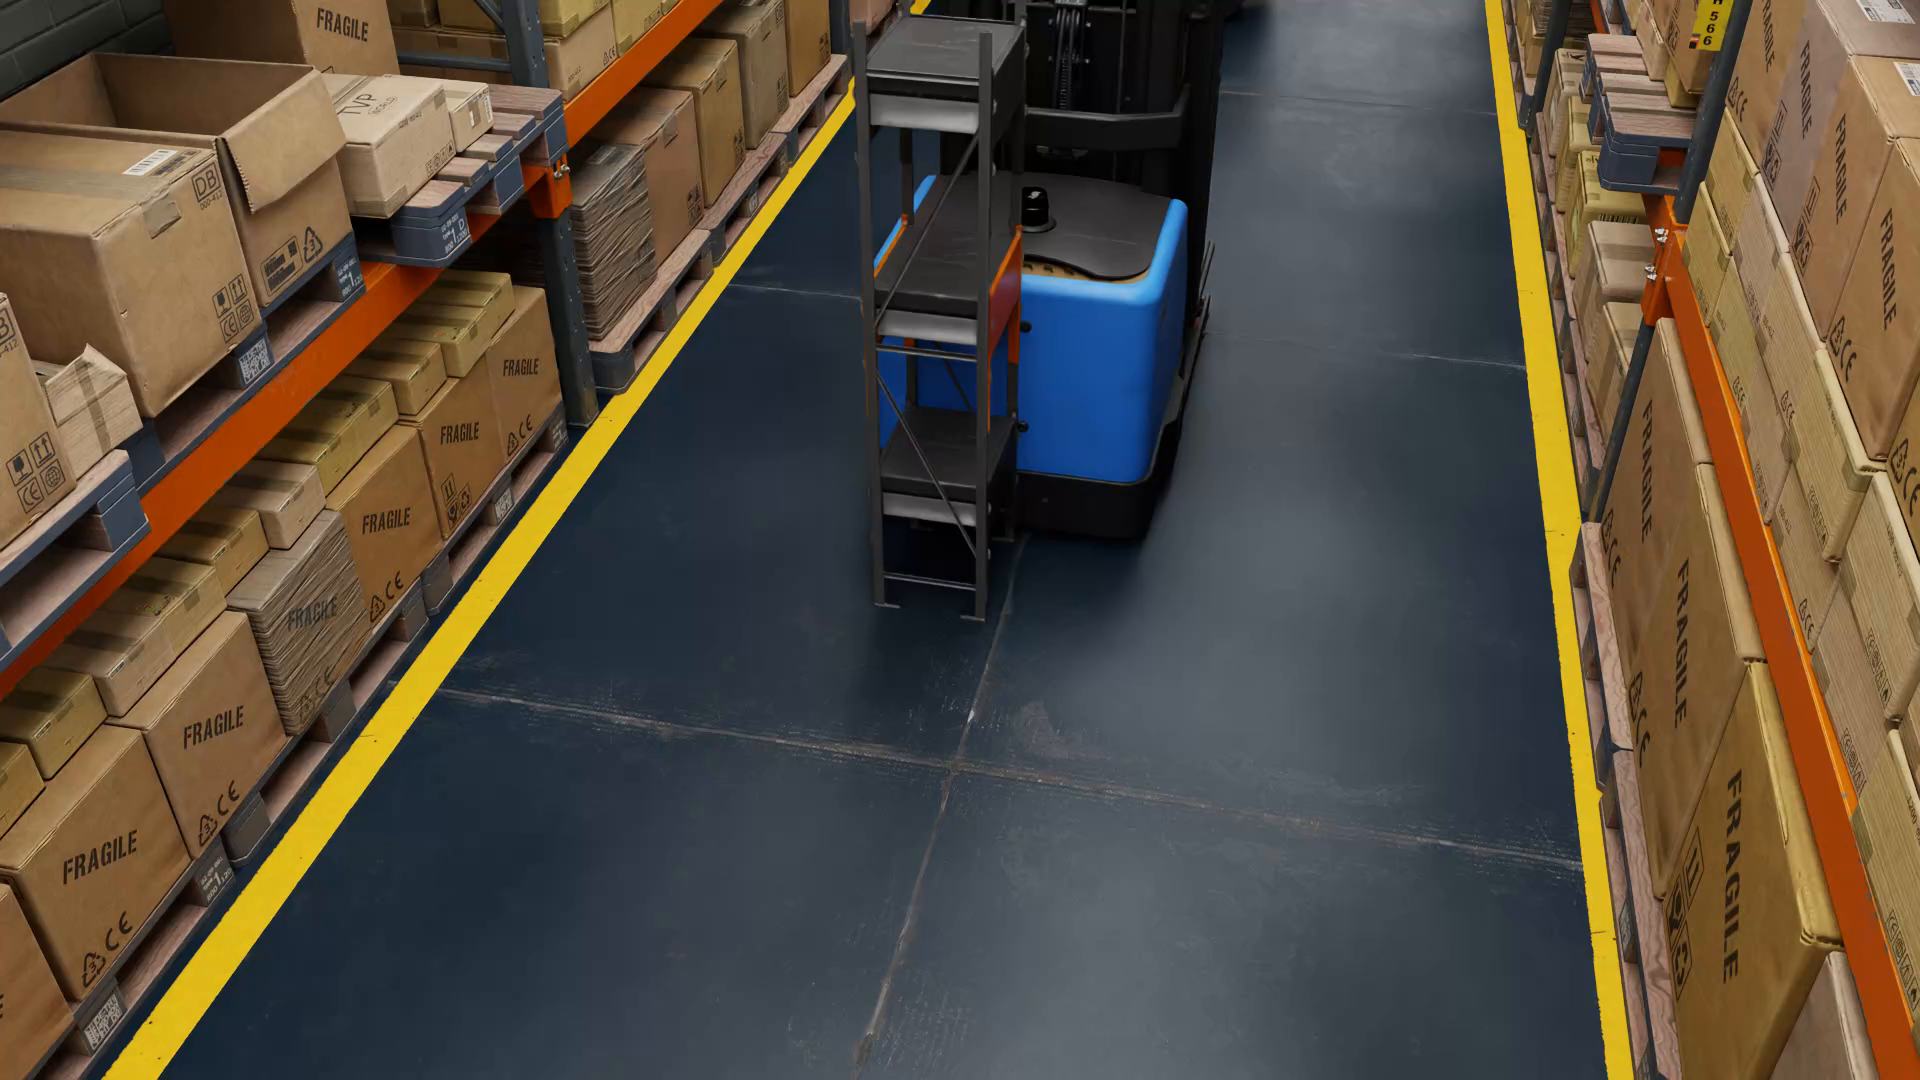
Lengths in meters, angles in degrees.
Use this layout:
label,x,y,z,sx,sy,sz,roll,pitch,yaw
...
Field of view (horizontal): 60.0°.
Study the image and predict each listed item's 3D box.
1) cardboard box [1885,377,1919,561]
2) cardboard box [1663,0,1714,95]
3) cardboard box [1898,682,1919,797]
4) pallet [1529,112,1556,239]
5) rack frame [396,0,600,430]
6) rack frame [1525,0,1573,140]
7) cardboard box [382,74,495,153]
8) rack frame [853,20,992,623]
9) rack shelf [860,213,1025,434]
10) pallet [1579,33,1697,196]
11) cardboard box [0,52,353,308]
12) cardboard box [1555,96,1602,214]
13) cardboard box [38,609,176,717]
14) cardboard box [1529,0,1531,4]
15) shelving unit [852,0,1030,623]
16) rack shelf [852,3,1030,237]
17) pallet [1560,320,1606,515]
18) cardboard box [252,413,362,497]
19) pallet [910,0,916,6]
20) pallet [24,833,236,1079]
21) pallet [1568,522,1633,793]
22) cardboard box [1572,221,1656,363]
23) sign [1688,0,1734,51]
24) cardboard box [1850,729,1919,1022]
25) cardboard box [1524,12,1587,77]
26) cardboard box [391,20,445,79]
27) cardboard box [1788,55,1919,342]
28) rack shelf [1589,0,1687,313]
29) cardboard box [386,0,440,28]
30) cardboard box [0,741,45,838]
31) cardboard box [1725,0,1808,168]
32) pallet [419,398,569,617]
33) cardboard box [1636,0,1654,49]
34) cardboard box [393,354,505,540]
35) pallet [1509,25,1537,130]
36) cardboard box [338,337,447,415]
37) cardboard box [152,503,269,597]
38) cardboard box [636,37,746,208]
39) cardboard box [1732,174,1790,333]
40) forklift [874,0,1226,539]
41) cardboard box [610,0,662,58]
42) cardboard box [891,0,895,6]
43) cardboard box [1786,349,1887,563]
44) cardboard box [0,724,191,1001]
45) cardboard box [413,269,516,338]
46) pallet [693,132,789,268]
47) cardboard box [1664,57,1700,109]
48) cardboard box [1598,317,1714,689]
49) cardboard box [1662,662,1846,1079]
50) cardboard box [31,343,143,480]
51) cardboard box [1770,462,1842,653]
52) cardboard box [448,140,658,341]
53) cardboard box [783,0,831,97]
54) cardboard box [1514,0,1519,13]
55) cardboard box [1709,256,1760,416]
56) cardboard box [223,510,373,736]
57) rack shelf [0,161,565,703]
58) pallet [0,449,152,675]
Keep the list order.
label,x,y,z,sx,sy,sz,roll,pitch,yaw
cardboard box,2.064,-0.174,2.997,0.500,0.500,0.500,8,37,11
cardboard box,2.663,-1.775,5.447,0.500,0.500,0.500,6,36,9
cardboard box,1.939,0.432,2.800,0.500,0.250,0.500,8,37,11
pallet,3.527,-1.866,8.645,1.003,0.211,1.213,7,37,10
rack frame,-2.013,-1.769,6.135,1.000,3.000,0.127,7,37,10
rack frame,3.692,-3.442,8.443,1.000,3.000,0.127,7,37,10
cardboard box,-1.778,-1.412,5.499,0.380,0.149,0.250,8,37,11
rack frame,-0.106,-0.588,5.273,0.400,2.100,0.015,8,37,11
rack shelf,-0.050,-0.717,5.473,0.431,0.518,0.480,8,37,11
pallet,2.885,-1.493,5.917,1.213,0.211,1.003,7,37,10
cardboard box,-2.181,-1.022,4.658,0.797,0.503,0.637,7,36,9
cardboard box,3.432,-1.834,8.106,0.950,0.372,0.625,10,37,13
cardboard box,-2.368,0.317,4.476,0.380,0.149,0.250,7,37,10
cardboard box,3.663,-3.467,9.824,0.500,0.500,0.500,8,37,11
shelving unit,-0.050,-0.728,5.465,0.431,2.100,0.503,8,37,11
rack shelf,-0.050,-1.284,5.062,0.431,0.518,0.480,8,37,11
pallet,3.006,-0.468,6.715,1.003,0.211,1.213,7,37,10
cardboard box,-2.152,-0.280,5.300,0.380,0.149,0.250,7,36,9
pallet,-0.689,-4.085,11.707,1.003,0.211,1.213,7,37,10
pallet,-2.730,1.182,4.439,1.003,0.211,1.213,7,37,10
pallet,2.595,0.423,5.487,1.003,0.211,1.213,7,37,10
cardboard box,3.117,-1.002,6.957,0.950,0.372,0.625,7,36,9
sign,2.305,-1.648,5.049,0.100,0.325,0.005,7,37,10
cardboard box,1.942,0.625,2.960,0.500,0.250,0.500,7,36,9
cardboard box,3.555,-2.871,9.641,0.500,0.250,0.500,9,37,12
cardboard box,-2.167,-1.998,6.578,0.500,0.250,0.500,7,36,9
cardboard box,2.271,-0.762,3.808,0.500,0.500,0.500,8,37,11
rack shelf,3.264,-2.004,7.072,1.077,0.370,4.000,7,37,10
cardboard box,-2.188,-2.203,6.435,0.500,0.250,0.500,8,37,11
cardboard box,-2.503,0.614,4.066,0.380,0.149,0.250,6,36,8
cardboard box,2.493,-1.342,4.608,0.500,0.500,0.500,6,36,8
pallet,-2.209,-0.216,6.369,1.003,0.211,1.213,7,37,10
cardboard box,2.736,-1.891,6.159,0.380,0.149,0.250,6,36,8
cardboard box,-2.010,-0.372,5.979,0.500,0.500,0.500,7,36,9
pallet,3.800,-2.702,9.799,1.003,0.211,1.213,7,37,10
cardboard box,-1.998,-0.569,5.698,0.380,0.149,0.250,6,36,8
cardboard box,-2.284,0.017,4.890,0.380,0.149,0.250,7,37,10
cardboard box,-1.591,-2.095,8.250,0.875,0.625,0.625,6,36,8
cardboard box,2.376,-0.735,4.410,0.500,0.250,0.500,8,37,11
forklift,0.515,-2.056,6.589,1.130,2.935,3.031,8,37,11
cardboard box,-1.567,-2.220,6.884,0.500,0.250,0.500,7,36,9
cardboard box,-0.638,-3.648,10.712,0.500,0.250,0.500,7,36,9
cardboard box,2.137,-0.161,3.619,0.500,0.250,0.500,8,37,11
cardboard box,-2.440,0.811,4.347,0.500,0.500,0.500,7,36,9
cardboard box,-1.871,-0.875,6.120,0.380,0.149,0.250,6,36,8
pallet,-1.536,-1.804,8.559,1.003,0.211,1.213,7,37,10
cardboard box,2.664,-1.597,5.754,0.380,0.149,0.250,8,37,11
cardboard box,2.609,-0.073,5.247,0.875,0.875,0.875,7,37,10
cardboard box,2.222,0.950,3.835,0.875,0.875,0.875,8,37,11
cardboard box,-2.195,-0.340,3.919,0.396,0.266,0.258,9,37,12
cardboard box,2.175,0.041,3.765,0.500,0.250,0.500,7,37,10
cardboard box,-1.866,-1.333,7.199,0.875,0.625,0.625,8,37,11
cardboard box,-1.259,-2.970,9.458,0.875,0.625,0.625,9,37,12
cardboard box,3.772,-3.469,10.465,0.500,0.250,0.500,8,37,11
cardboard box,2.394,-0.542,4.570,0.500,0.250,0.500,6,36,9
cardboard box,-2.212,0.229,5.151,0.500,0.500,0.500,6,36,8
rack shelf,-2.440,-0.331,4.764,1.077,0.370,4.000,7,37,10
pallet,-2.590,0.158,3.640,1.003,0.211,1.213,7,37,10
